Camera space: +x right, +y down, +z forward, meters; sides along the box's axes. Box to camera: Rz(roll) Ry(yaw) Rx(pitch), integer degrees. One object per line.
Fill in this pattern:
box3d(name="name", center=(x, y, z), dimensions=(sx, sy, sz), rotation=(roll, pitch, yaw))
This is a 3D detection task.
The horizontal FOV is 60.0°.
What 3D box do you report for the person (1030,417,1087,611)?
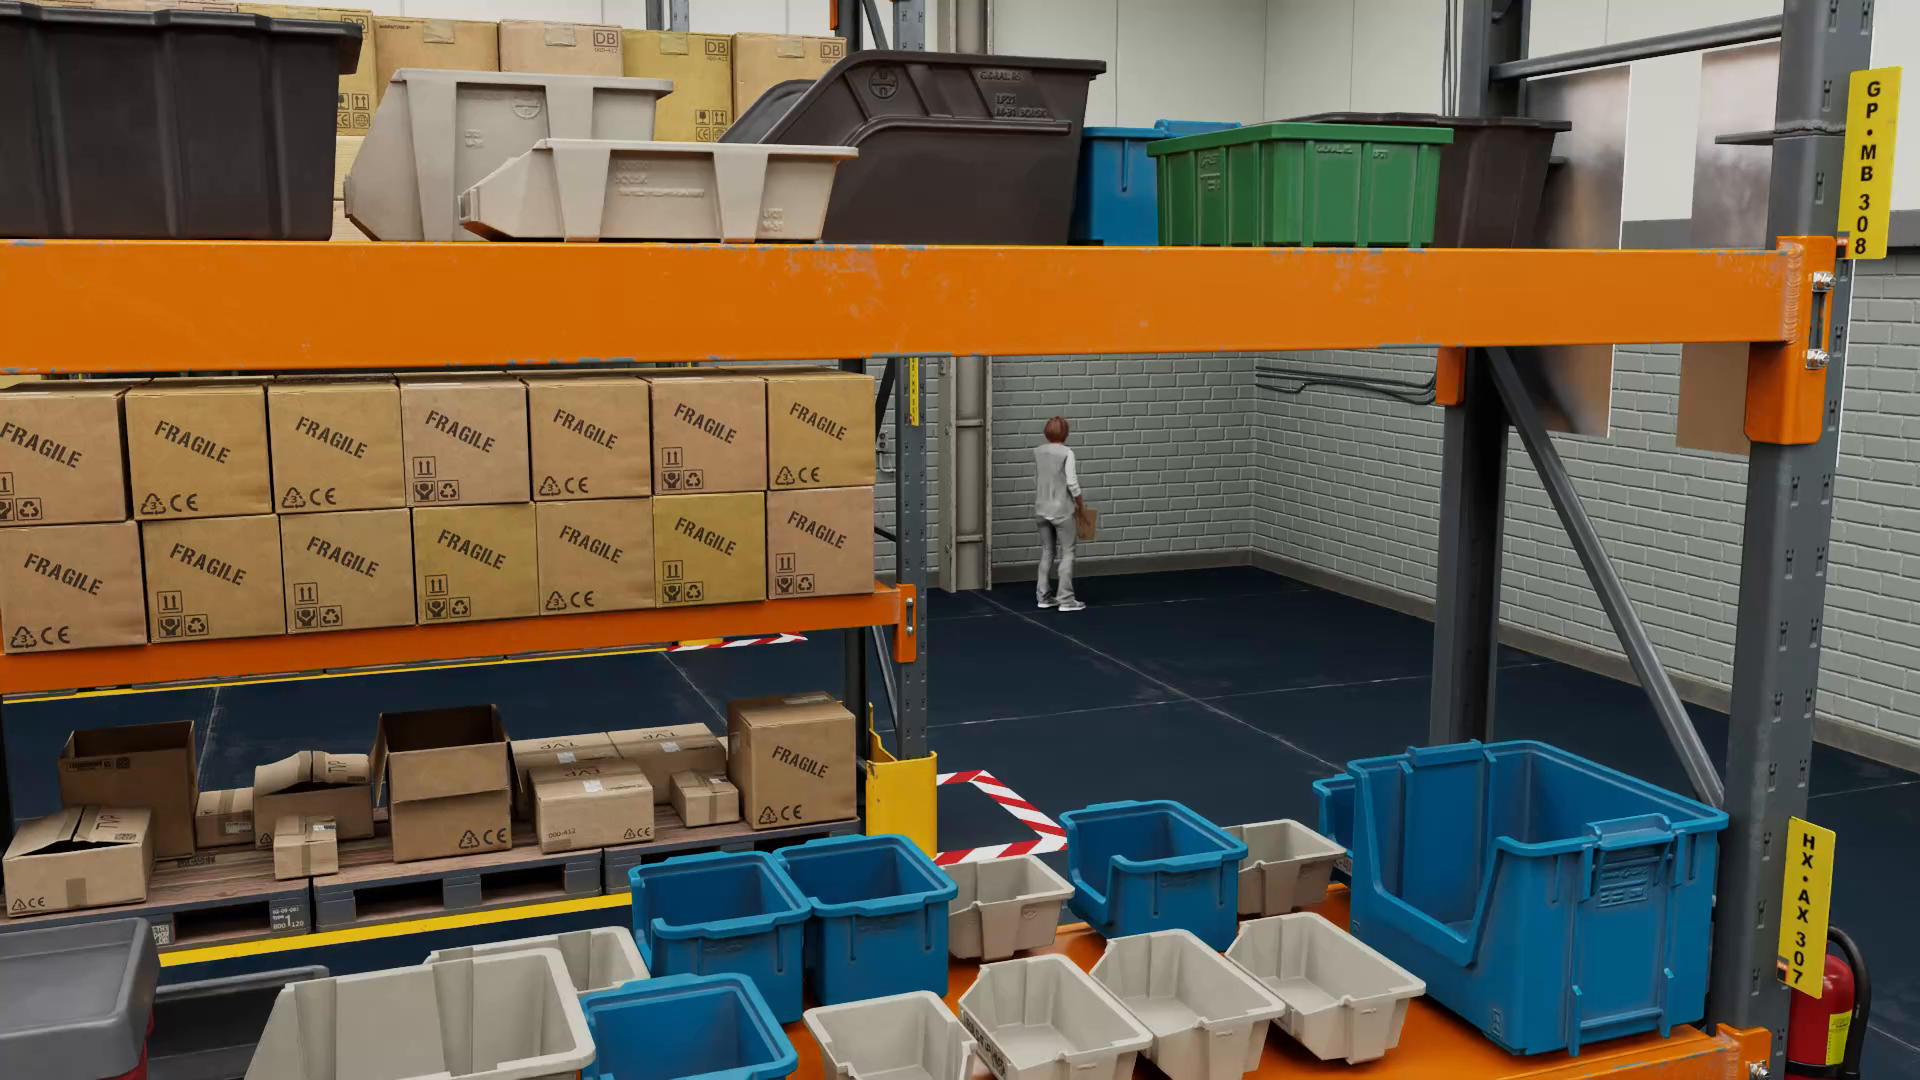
box3d(name="person", center=(0.793, -0.213, 13.733), dimensions=(0.471, 1.592, 0.348), rotation=(8, 12, 40))
